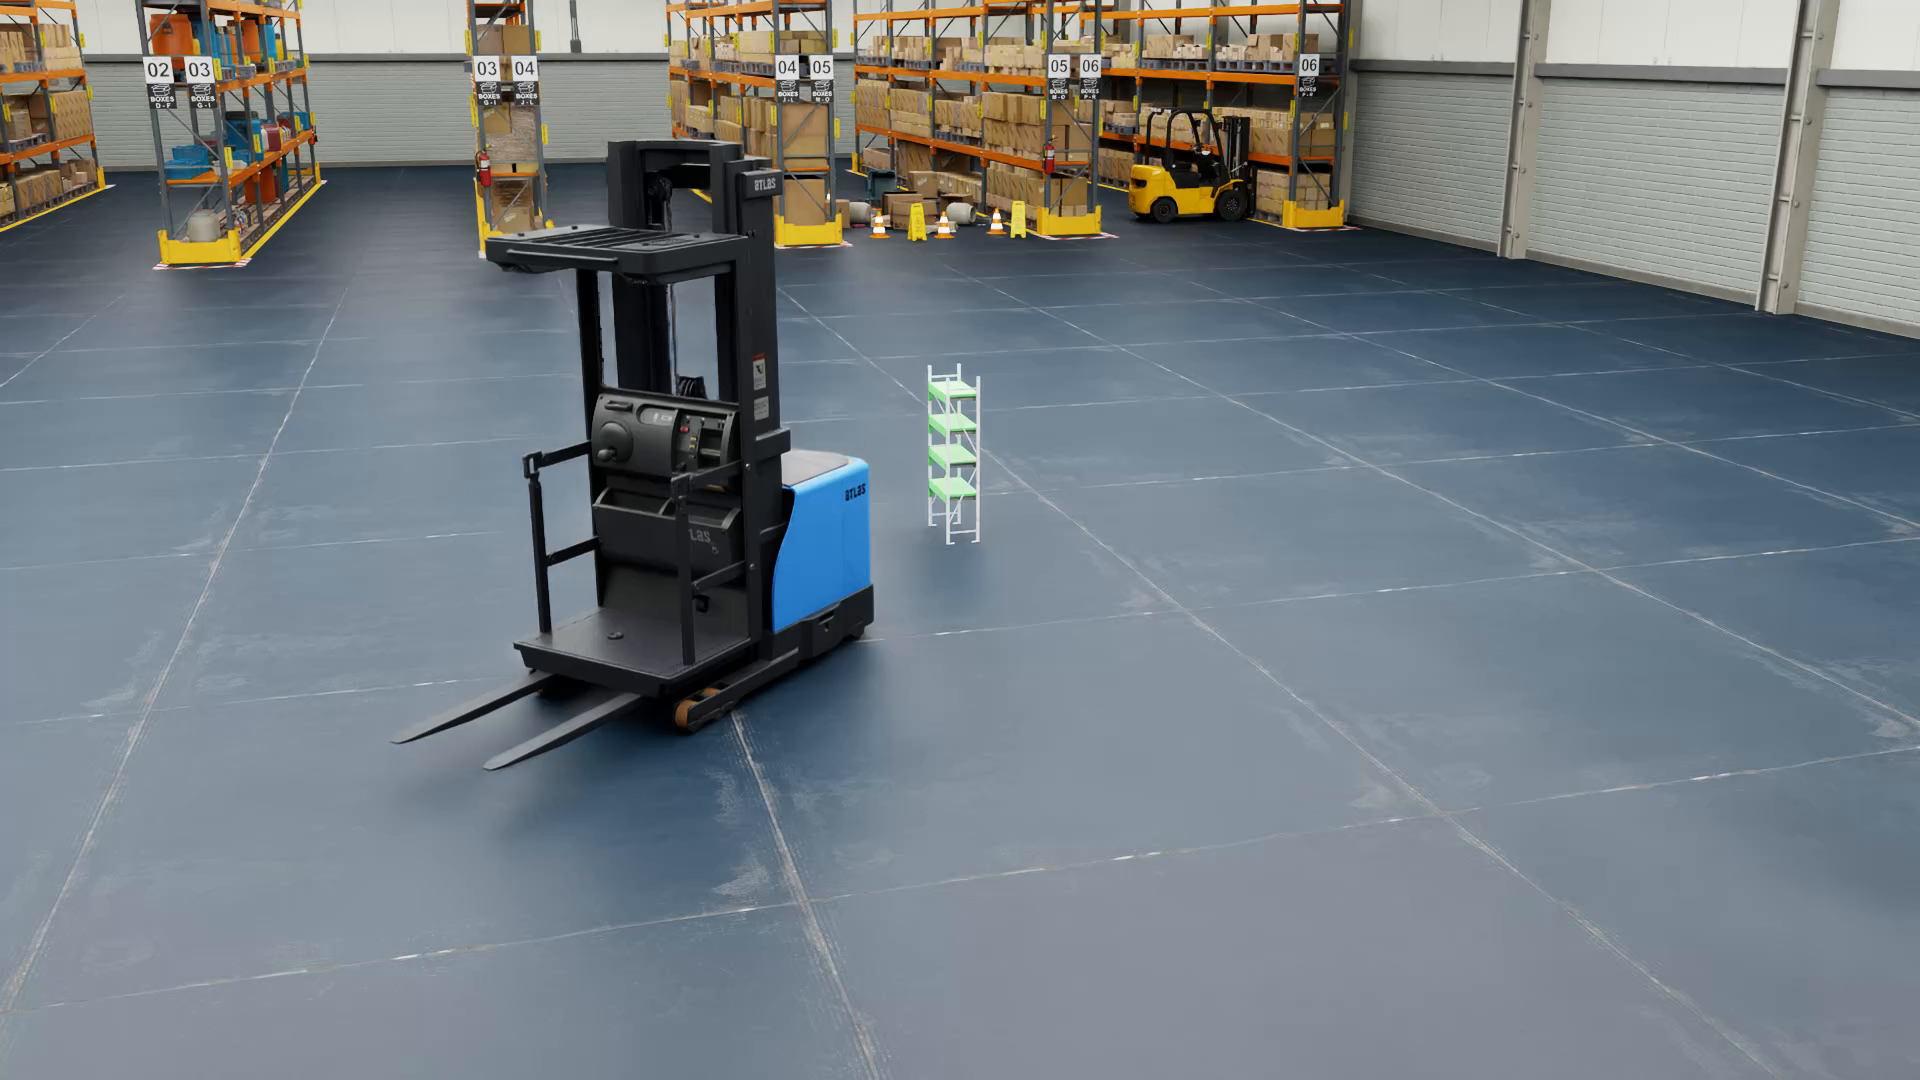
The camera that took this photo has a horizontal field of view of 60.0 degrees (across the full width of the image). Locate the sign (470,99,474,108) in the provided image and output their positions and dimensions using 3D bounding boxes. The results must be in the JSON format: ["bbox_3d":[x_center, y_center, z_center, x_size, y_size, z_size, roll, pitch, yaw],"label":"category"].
[{"bbox_3d":[-11.316,-10.066,38.605,0.100,0.325,0.005,-5,17,-15],"label":"sign"}]

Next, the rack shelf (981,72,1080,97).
[{"bbox_3d":[1.494,-8.767,31.960,1.077,0.370,4.000,-5,17,-15],"label":"rack shelf"}]

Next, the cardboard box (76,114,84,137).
[{"bbox_3d":[-20.745,-9.645,38.675,0.500,0.500,0.500,-5,17,-15],"label":"cardboard box"}]

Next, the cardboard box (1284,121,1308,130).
[{"bbox_3d":[6.451,-7.947,31.894,0.380,0.149,0.250,-4,17,-14],"label":"cardboard box"}]

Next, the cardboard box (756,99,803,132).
[{"bbox_3d":[-3.287,-7.844,30.713,0.875,0.550,0.500,-5,17,-15],"label":"cardboard box"}]

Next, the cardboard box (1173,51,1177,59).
[{"bbox_3d":[4.910,-10.680,36.612,0.380,0.149,0.250,-5,17,-16],"label":"cardboard box"}]

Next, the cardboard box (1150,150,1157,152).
[{"bbox_3d":[4.595,-9.432,40.625,0.380,0.149,0.250,-6,18,-18],"label":"cardboard box"}]

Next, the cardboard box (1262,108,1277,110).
[{"bbox_3d":[6.390,-8.776,34.134,0.380,0.149,0.250,-5,17,-16],"label":"cardboard box"}]

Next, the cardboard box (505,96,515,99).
[{"bbox_3d":[-8.196,-8.011,30.978,0.500,0.500,0.500,-5,17,-15],"label":"cardboard box"}]

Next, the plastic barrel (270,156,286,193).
[{"bbox_3d":[-15.217,-8.114,36.668,0.600,0.901,0.708,-5,17,-15],"label":"plastic barrel"}]

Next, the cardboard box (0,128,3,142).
[{"bbox_3d":[-19.491,-8.183,33.076,0.700,0.500,0.500,-12,20,-34],"label":"cardboard box"}]

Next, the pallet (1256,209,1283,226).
[{"bbox_3d":[6.565,-6.388,32.850,1.003,0.211,1.213,-5,17,-15],"label":"pallet"}]

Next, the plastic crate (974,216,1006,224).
[{"bbox_3d":[0.587,-6.331,32.888,0.402,0.080,0.583,-12,20,-34],"label":"plastic crate"}]

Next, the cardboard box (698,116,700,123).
[{"bbox_3d":[-5.678,-9.455,37.403,0.380,0.149,0.250,-5,17,-15],"label":"cardboard box"}]

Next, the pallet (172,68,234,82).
[{"bbox_3d":[-12.380,-7.529,26.918,1.003,0.211,1.213,-5,17,-15],"label":"pallet"}]

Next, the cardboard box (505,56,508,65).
[{"bbox_3d":[-7.504,-8.128,28.149,0.380,0.149,0.250,-5,17,-16],"label":"cardboard box"}]

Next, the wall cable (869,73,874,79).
[{"bbox_3d":[-2.565,-13.707,50.604,0.588,1.984,0.122,-5,17,-15],"label":"wall cable"}]

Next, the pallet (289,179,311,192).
[{"bbox_3d":[-16.123,-8.469,39.778,1.003,0.211,1.213,-5,17,-15],"label":"pallet"}]

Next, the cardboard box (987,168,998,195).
[{"bbox_3d":[0.847,-7.287,33.743,0.500,0.500,0.500,-4,17,-13],"label":"cardboard box"}]

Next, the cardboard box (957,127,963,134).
[{"bbox_3d":[0.153,-8.860,35.940,0.380,0.149,0.250,-4,17,-14],"label":"cardboard box"}]

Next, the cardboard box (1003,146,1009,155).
[{"bbox_3d":[1.065,-7.641,32.611,0.380,0.149,0.250,-5,17,-15],"label":"cardboard box"}]

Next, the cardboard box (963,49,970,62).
[{"bbox_3d":[0.371,-10.225,35.096,0.500,0.250,0.500,-4,17,-15],"label":"cardboard box"}]

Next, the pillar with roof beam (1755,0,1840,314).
[{"bbox_3d":[6.649,-6.992,19.588,9.100,9.000,0.400,-5,17,-15],"label":"pillar with roof beam"}]

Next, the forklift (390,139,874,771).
[{"bbox_3d":[-1.693,-0.556,8.709,1.130,2.935,3.031,9,19,28],"label":"forklift"}]

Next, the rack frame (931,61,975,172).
[{"bbox_3d":[-0.155,-9.334,37.813,1.000,3.000,0.127,-5,17,-15],"label":"rack frame"}]

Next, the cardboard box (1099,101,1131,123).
[{"bbox_3d":[3.793,-10.571,41.028,0.700,0.500,0.500,-5,17,-16],"label":"cardboard box"}]

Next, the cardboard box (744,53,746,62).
[{"bbox_3d":[-3.874,-9.106,31.371,0.380,0.149,0.250,-5,17,-15],"label":"cardboard box"}]

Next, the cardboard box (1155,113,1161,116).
[{"bbox_3d":[4.675,-9.761,37.931,0.380,0.149,0.250,-4,17,-15],"label":"cardboard box"}]

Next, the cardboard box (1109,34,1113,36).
[{"bbox_3d":[3.667,-12.661,41.970,0.396,0.266,0.258,-5,17,-16],"label":"cardboard box"}]

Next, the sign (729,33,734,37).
[{"bbox_3d":[-5.453,-11.939,39.687,0.100,0.325,0.005,-5,17,-15],"label":"sign"}]

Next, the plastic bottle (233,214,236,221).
[{"bbox_3d":[-12.812,-5.611,29.375,0.061,0.283,0.133,-5,17,-15],"label":"plastic bottle"}]

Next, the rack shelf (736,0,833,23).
[{"bbox_3d":[-3.238,-9.593,30.190,1.077,0.370,4.000,-5,17,-15],"label":"rack shelf"}]

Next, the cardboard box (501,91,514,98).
[{"bbox_3d":[-8.668,-8.164,32.143,1.000,1.000,1.000,-5,17,-15],"label":"cardboard box"}]

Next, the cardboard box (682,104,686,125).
[{"bbox_3d":[-6.532,-10.467,40.893,0.500,0.500,0.500,-5,17,-17],"label":"cardboard box"}]

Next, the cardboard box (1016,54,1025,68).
[{"bbox_3d":[1.360,-9.031,31.334,0.500,0.250,0.500,-4,17,-14],"label":"cardboard box"}]

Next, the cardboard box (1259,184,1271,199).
[{"bbox_3d":[6.253,-6.888,32.850,0.500,0.250,0.500,-5,17,-16],"label":"cardboard box"}]

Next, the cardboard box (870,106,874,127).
[{"bbox_3d":[-2.056,-11.023,43.259,0.500,0.500,0.500,-4,17,-13],"label":"cardboard box"}]

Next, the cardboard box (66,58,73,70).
[{"bbox_3d":[-20.736,-10.949,38.234,0.500,0.250,0.500,-5,17,-15],"label":"cardboard box"}]

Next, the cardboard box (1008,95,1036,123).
[{"bbox_3d":[1.322,-8.188,31.569,0.700,0.500,0.500,-5,17,-16],"label":"cardboard box"}]

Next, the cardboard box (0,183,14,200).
[{"bbox_3d":[-18.828,-6.796,32.438,0.500,0.311,0.500,-4,17,-14],"label":"cardboard box"}]

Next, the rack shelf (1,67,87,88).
[{"bbox_3d":[-20.858,-10.520,37.798,1.077,0.370,4.000,-5,17,-15],"label":"rack shelf"}]

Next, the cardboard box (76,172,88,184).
[{"bbox_3d":[-20.789,-8.479,38.981,0.500,0.250,0.500,-5,17,-15],"label":"cardboard box"}]

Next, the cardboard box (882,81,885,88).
[{"bbox_3d":[-1.759,-11.558,42.177,0.380,0.149,0.250,-5,17,-16],"label":"cardboard box"}]

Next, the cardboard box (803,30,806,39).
[{"bbox_3d":[-2.542,-8.836,29.088,0.380,0.149,0.250,-5,17,-15],"label":"cardboard box"}]

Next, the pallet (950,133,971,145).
[{"bbox_3d":[0.429,-8.698,36.029,1.003,0.211,1.213,-5,17,-15],"label":"pallet"}]

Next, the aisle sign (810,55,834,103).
[{"bbox_3d":[-2.380,-7.951,28.690,0.394,0.787,0.004,-5,17,-15],"label":"aisle sign"}]

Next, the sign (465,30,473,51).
[{"bbox_3d":[-8.024,-8.160,27.151,0.100,0.325,0.005,-5,17,-15],"label":"sign"}]

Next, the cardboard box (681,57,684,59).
[{"bbox_3d":[-6.506,-11.640,40.534,0.500,0.250,0.500,-5,17,-15],"label":"cardboard box"}]

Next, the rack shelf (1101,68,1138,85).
[{"bbox_3d":[4.067,-11.373,40.637,1.077,0.370,4.000,-5,17,-15],"label":"rack shelf"}]

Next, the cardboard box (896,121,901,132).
[{"bbox_3d":[-1.243,-10.083,40.567,0.500,0.250,0.500,-5,17,-17],"label":"cardboard box"}]

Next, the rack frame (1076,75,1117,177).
[{"bbox_3d":[3.517,-10.834,42.806,1.000,3.000,0.127,-5,17,-15],"label":"rack frame"}]

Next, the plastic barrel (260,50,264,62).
[{"bbox_3d":[-14.516,-10.034,34.468,0.294,0.245,0.294,0,17,0],"label":"plastic barrel"}]

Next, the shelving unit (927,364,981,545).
[{"bbox_3d":[-0.045,-0.620,11.932,0.258,1.200,0.503,-5,17,-15],"label":"shelving unit"}]

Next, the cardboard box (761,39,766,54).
[{"bbox_3d":[-3.228,-8.710,29.361,0.500,0.250,0.500,-5,17,-15],"label":"cardboard box"}]
